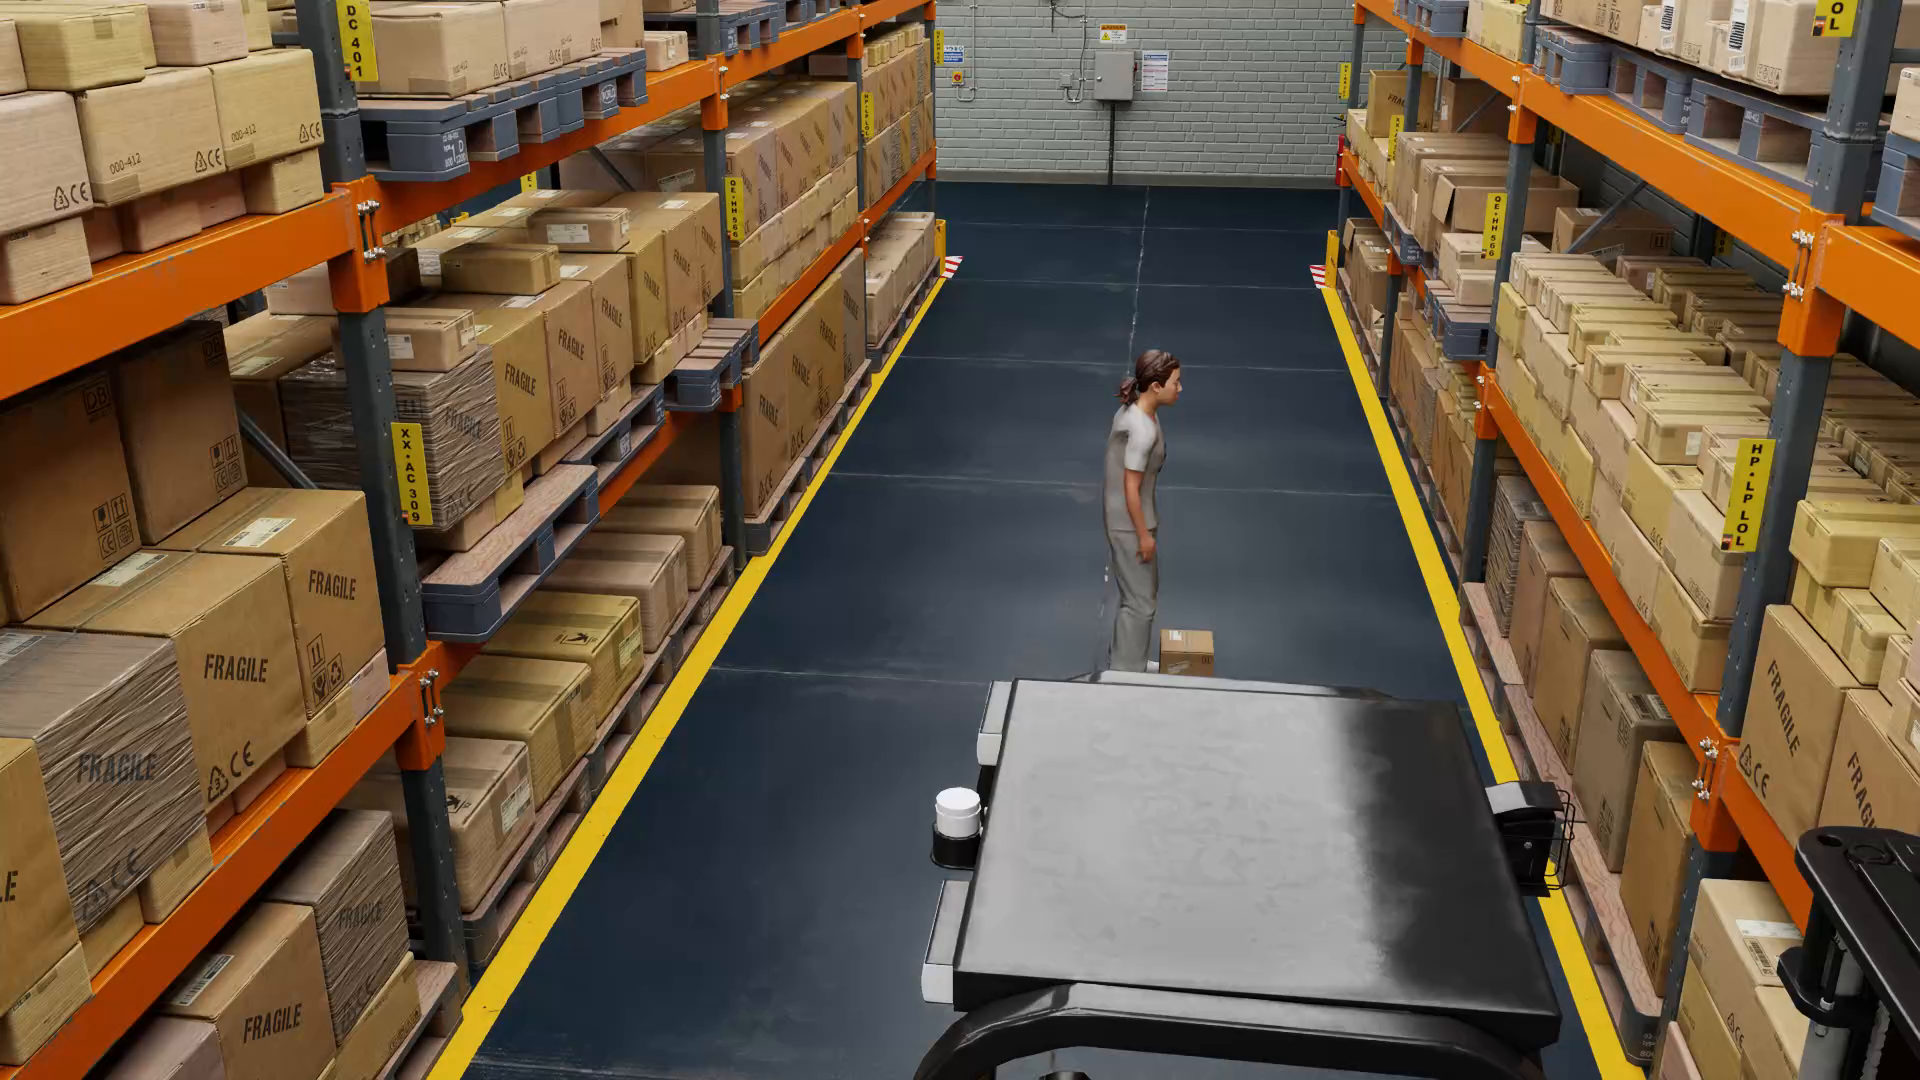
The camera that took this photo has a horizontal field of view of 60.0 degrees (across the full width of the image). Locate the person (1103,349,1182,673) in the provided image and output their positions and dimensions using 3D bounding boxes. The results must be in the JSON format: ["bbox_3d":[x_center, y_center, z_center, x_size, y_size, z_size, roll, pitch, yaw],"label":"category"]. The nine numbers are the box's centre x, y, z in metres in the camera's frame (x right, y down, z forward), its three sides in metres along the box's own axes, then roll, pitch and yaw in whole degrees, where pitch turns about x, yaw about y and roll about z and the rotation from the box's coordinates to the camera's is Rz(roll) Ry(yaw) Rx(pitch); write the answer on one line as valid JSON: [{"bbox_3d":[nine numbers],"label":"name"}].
[{"bbox_3d":[0.841,-0.011,7.790,0.358,1.545,0.486,3,21,7],"label":"person"}]
